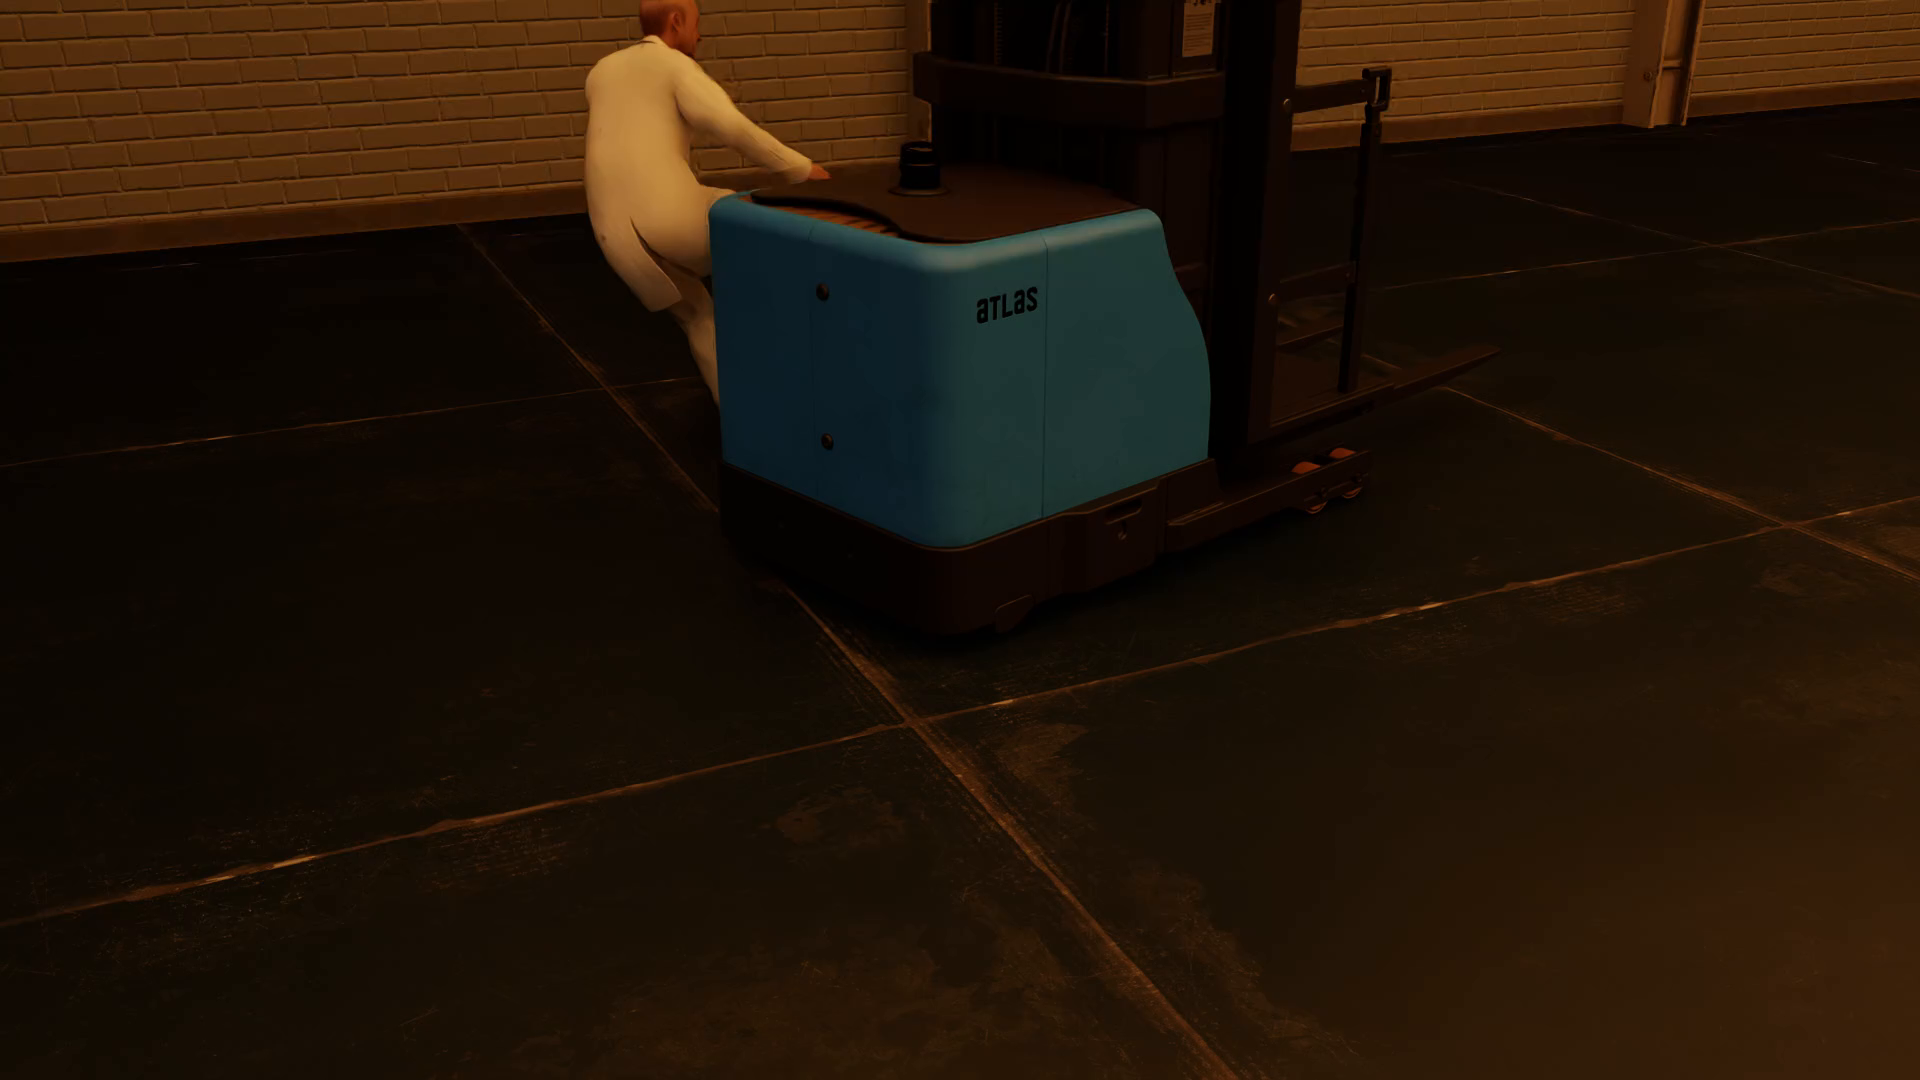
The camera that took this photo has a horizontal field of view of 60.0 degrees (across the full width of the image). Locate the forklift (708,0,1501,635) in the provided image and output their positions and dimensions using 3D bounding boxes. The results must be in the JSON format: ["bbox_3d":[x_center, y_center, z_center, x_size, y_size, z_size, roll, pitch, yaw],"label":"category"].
[{"bbox_3d":[0.707,-1.566,5.055,3.031,2.935,1.130,-20,30,-39],"label":"forklift"}]

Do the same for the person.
[{"bbox_3d":[-0.896,-1.171,5.946,1.033,1.539,0.908,7,24,17],"label":"person"}]
